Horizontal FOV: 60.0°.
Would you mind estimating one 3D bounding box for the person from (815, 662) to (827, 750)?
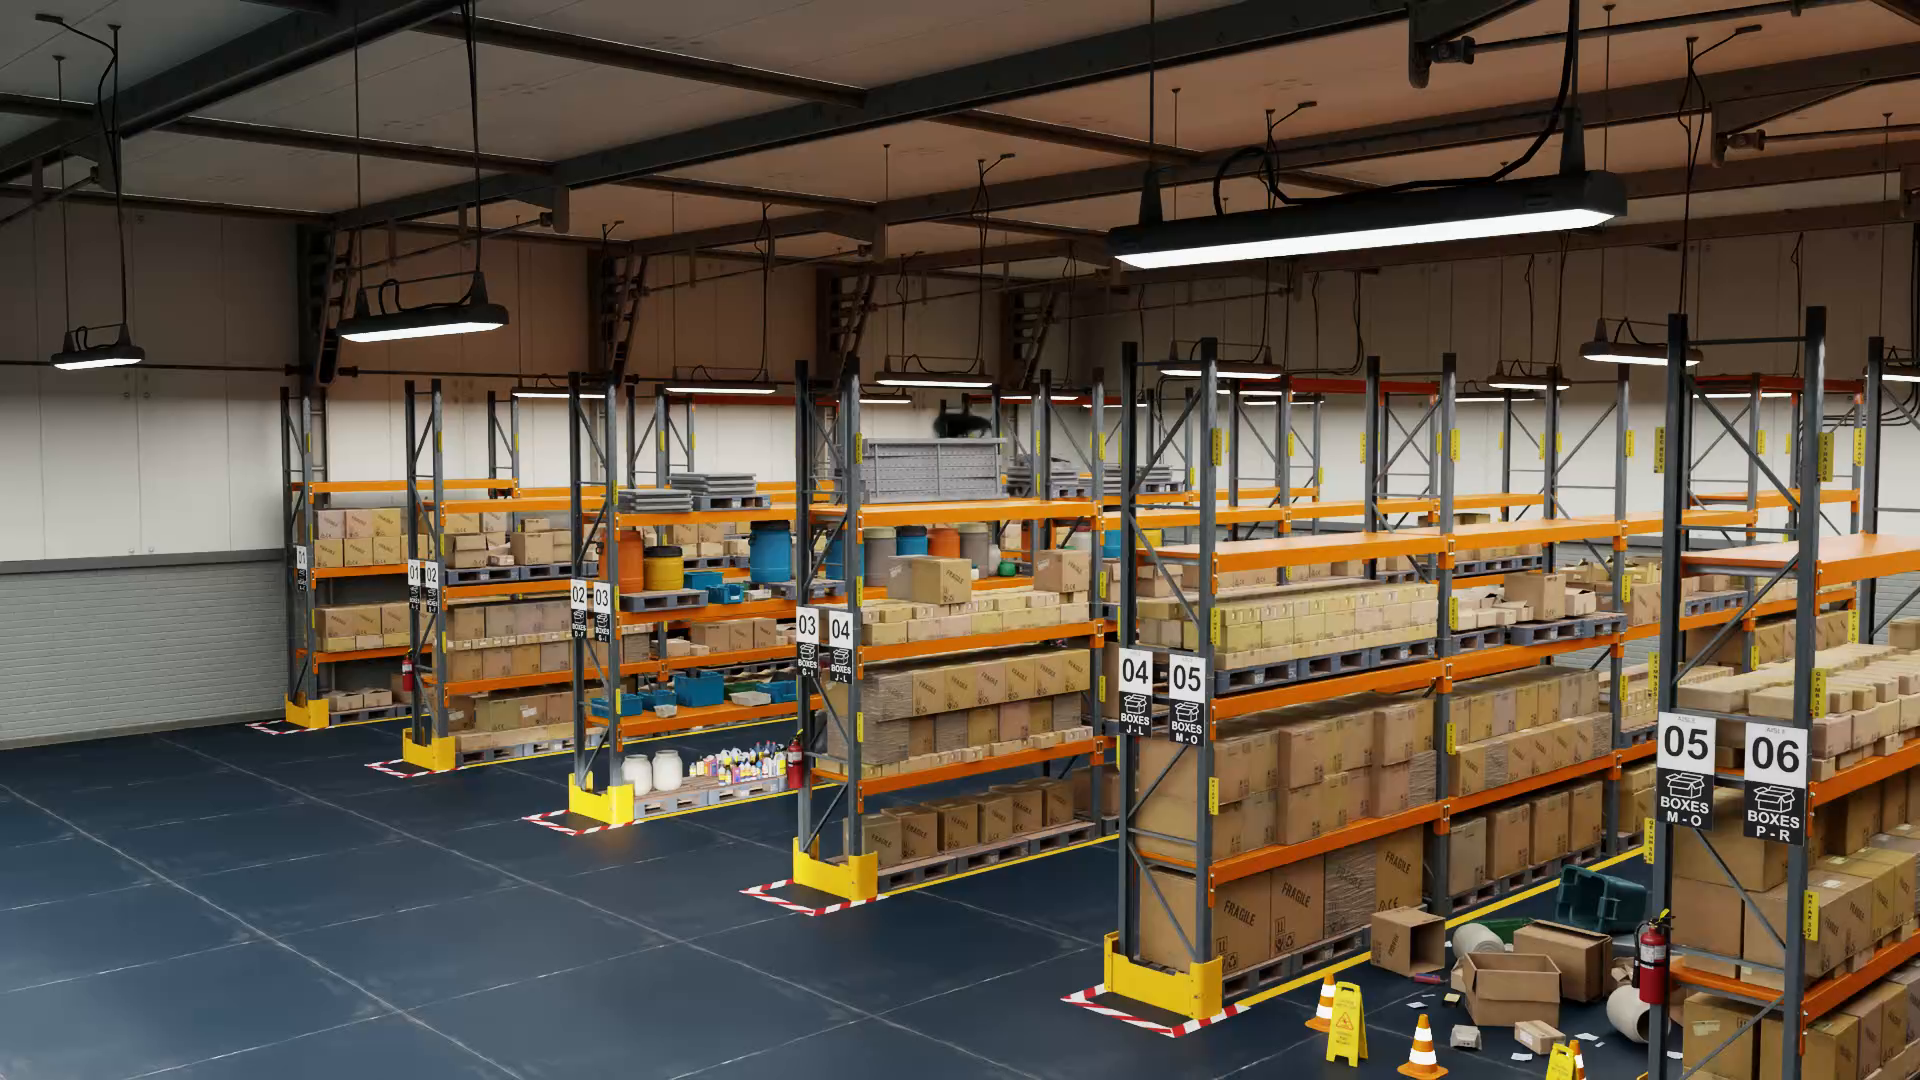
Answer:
[{"bbox_3d":[-2.127,2.603,27.354,1.028,1.733,0.699,-3,5,-37],"label":"person"}]
